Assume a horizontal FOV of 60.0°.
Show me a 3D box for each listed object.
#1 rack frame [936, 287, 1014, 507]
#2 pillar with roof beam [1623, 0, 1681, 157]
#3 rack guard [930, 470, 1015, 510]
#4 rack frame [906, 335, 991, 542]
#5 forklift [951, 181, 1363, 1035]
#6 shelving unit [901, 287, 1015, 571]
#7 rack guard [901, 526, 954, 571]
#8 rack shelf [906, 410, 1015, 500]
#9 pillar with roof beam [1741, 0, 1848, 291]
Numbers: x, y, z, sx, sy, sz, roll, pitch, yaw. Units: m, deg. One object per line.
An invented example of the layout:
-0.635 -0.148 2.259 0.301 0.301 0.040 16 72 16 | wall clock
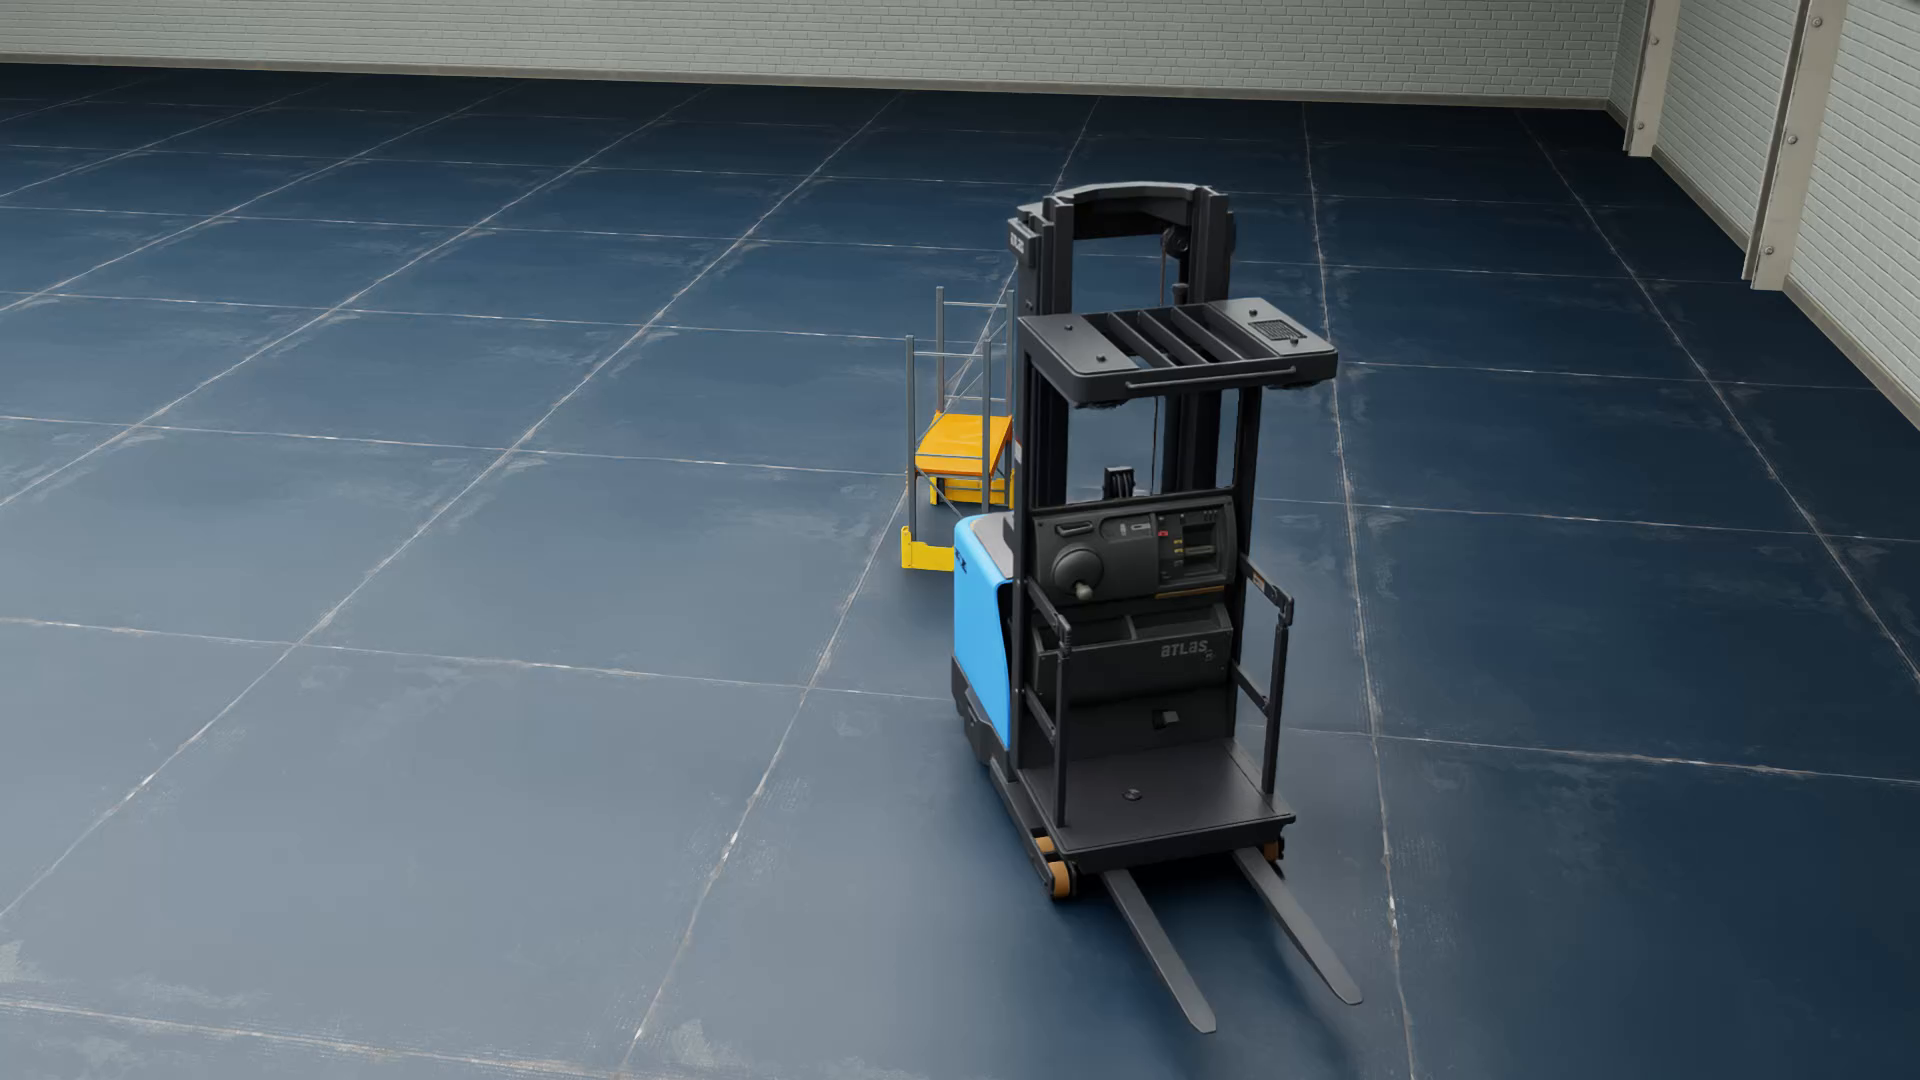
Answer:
0.097 -0.928 10.962 0.500 1.500 0.032 4 25 9 | rack frame
4.470 -9.347 20.104 9.100 9.000 0.400 4 25 9 | pillar with roof beam
0.094 -0.353 11.210 0.587 0.250 0.087 4 25 9 | rack guard
-0.069 -0.502 10.054 0.500 1.500 0.032 4 25 9 | rack frame
0.836 0.076 7.131 1.130 2.935 3.031 -7 26 -14 | forklift
0.012 -0.711 10.500 0.587 1.500 1.083 4 25 9 | shelving unit
-0.069 0.063 10.320 0.587 0.250 0.087 4 25 9 | rack guard
0.014 -0.552 10.585 0.538 0.185 1.000 4 25 9 | rack shelf
3.490 -6.838 14.743 9.100 9.000 0.400 4 25 9 | pillar with roof beam
